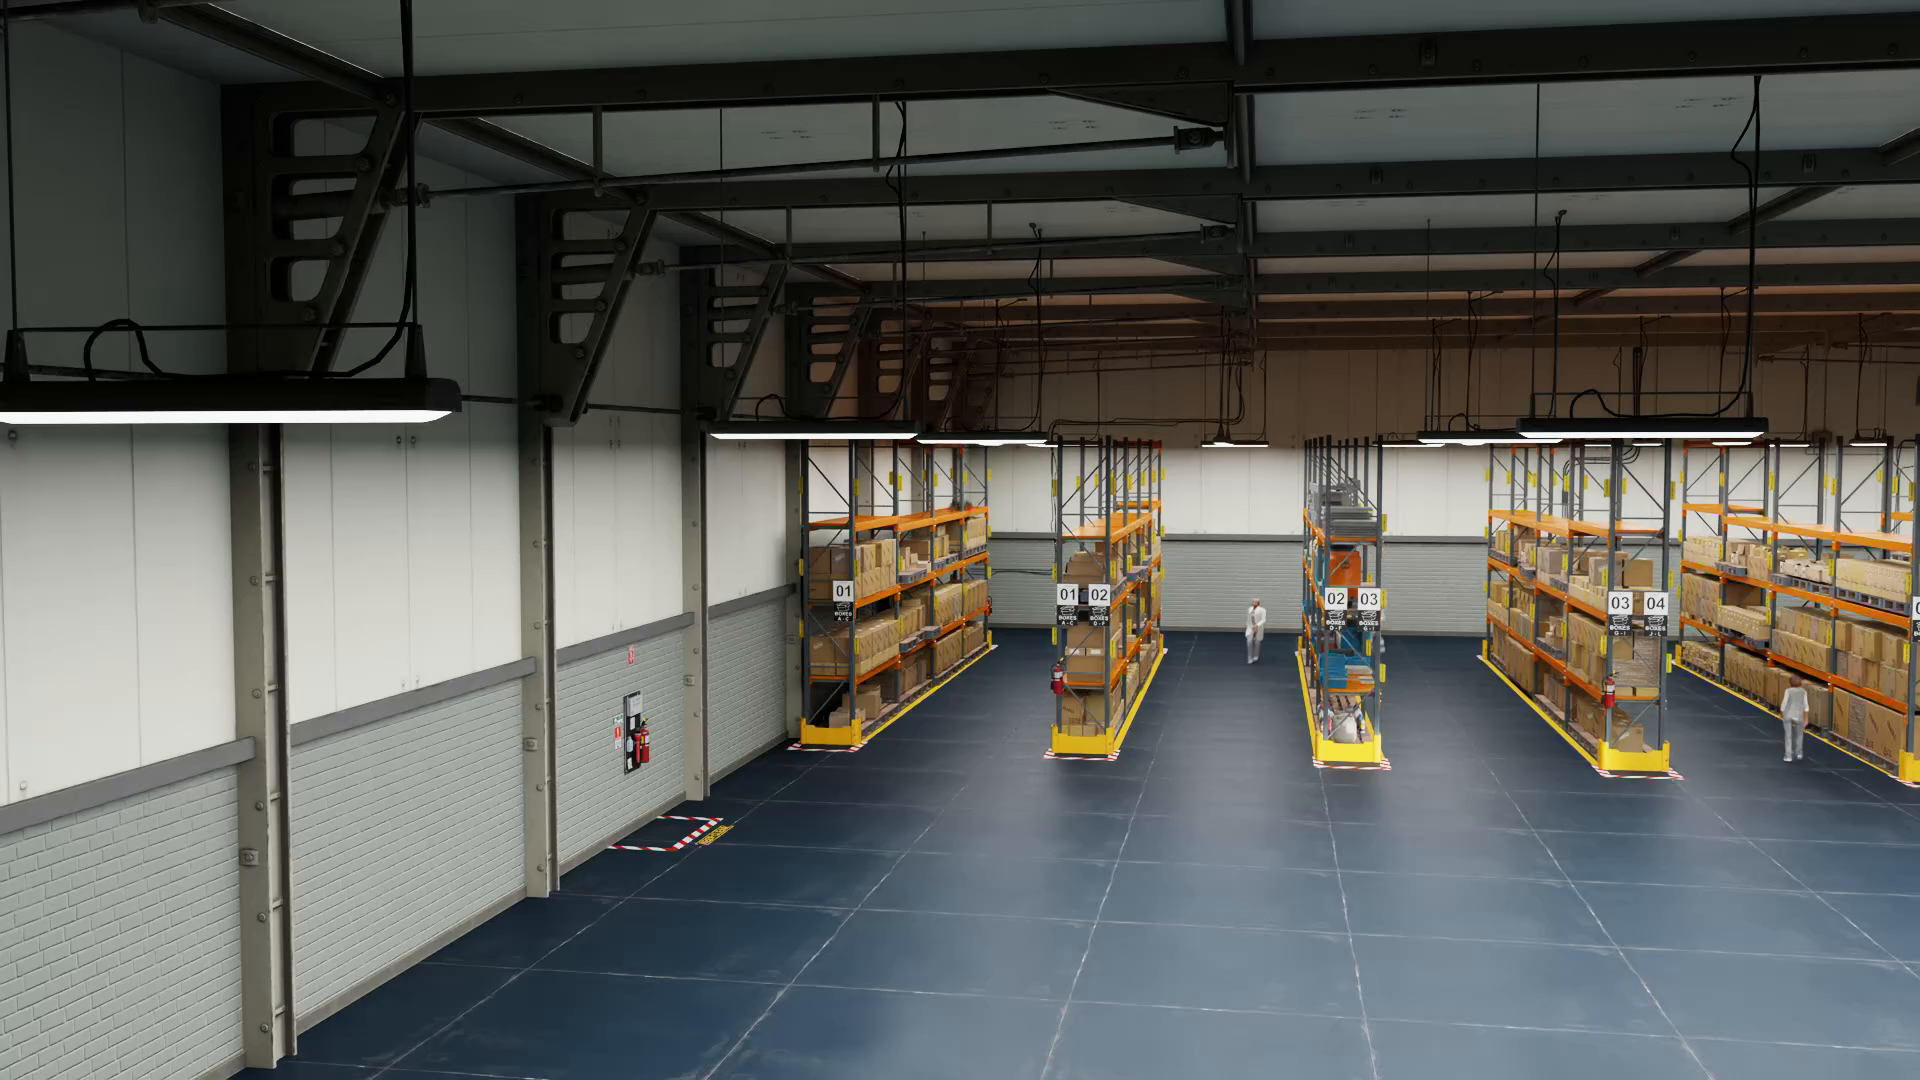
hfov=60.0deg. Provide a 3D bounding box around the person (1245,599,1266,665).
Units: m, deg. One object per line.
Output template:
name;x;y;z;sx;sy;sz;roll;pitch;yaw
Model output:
person;7.980;2.459;44.820;0.555;1.778;1.027;1;3;15

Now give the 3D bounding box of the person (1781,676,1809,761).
person;15.343;3.275;30.553;0.495;1.586;0.793;3;4;40

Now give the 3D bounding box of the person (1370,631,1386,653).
person;11.563;2.308;46.686;0.777;1.796;0.605;1;3;14
